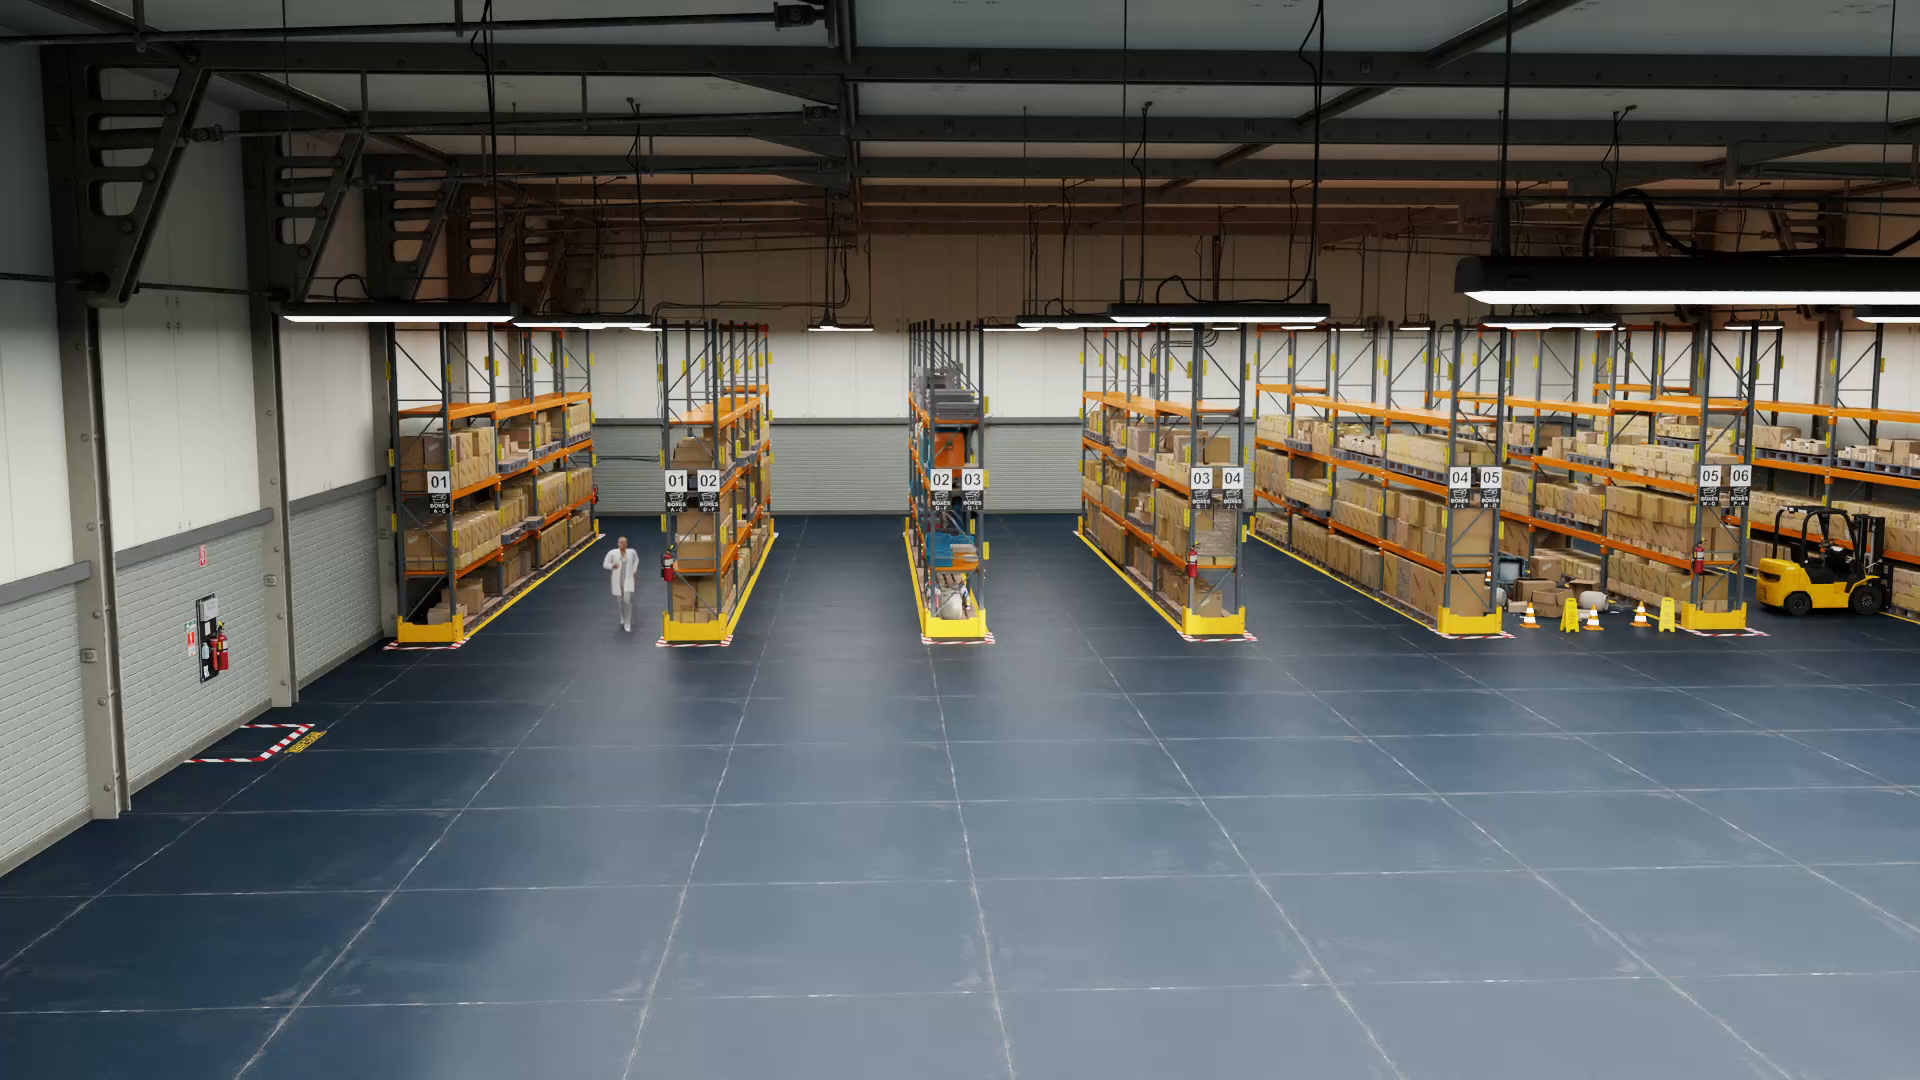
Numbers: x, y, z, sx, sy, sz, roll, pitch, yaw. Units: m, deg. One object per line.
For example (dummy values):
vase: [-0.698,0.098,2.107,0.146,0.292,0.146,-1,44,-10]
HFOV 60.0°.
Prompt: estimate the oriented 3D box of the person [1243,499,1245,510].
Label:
person: [7.310,-0.613,44.611,0.654,1.719,0.792,-1,7,-9]

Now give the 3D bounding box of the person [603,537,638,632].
person: [-6.603,0.848,32.424,0.672,1.842,0.902,-1,7,-10]
